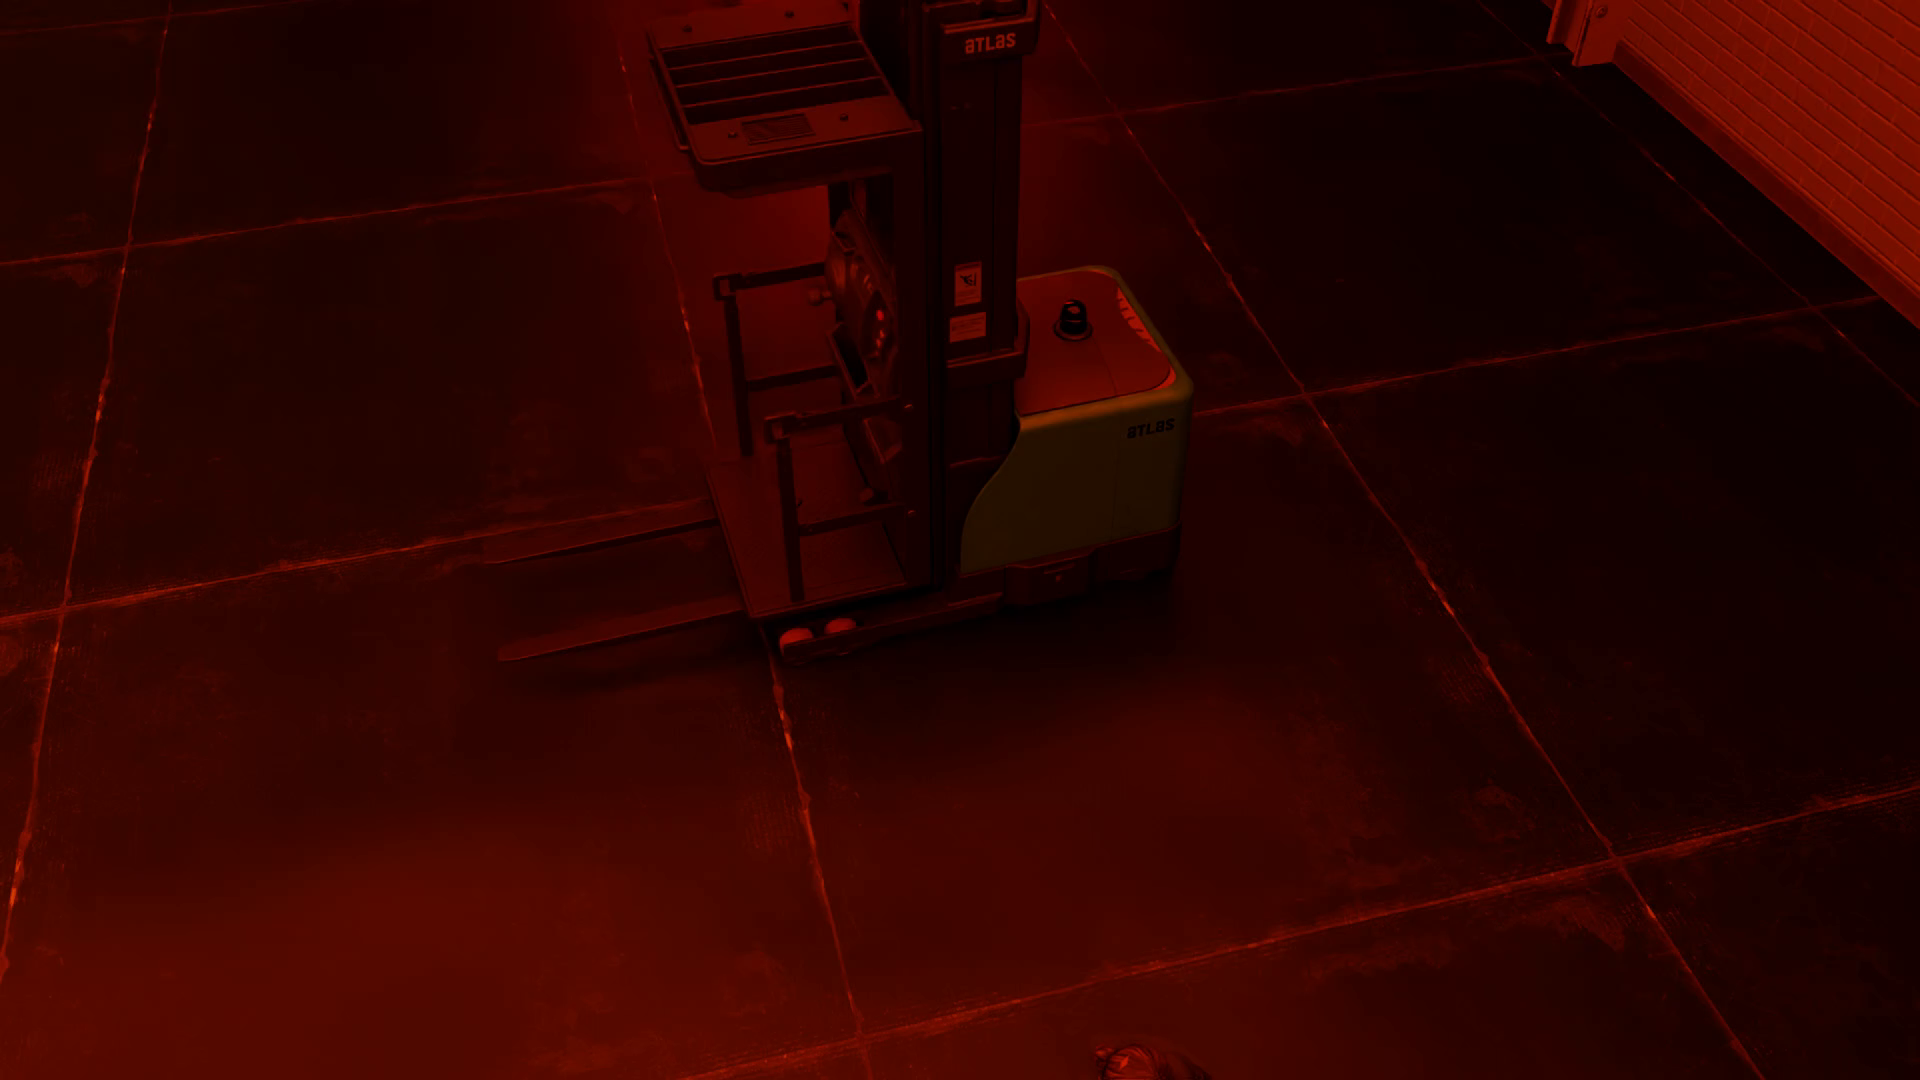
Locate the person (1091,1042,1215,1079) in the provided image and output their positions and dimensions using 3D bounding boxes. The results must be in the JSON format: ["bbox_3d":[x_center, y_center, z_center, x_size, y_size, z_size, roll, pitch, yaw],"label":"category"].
[{"bbox_3d":[0.441,1.924,4.583,0.912,1.653,0.688,-21,47,-21],"label":"person"}]

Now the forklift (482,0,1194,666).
[{"bbox_3d":[-0.581,-0.933,6.632,3.031,2.935,1.130,-12,45,-13],"label":"forklift"}]
